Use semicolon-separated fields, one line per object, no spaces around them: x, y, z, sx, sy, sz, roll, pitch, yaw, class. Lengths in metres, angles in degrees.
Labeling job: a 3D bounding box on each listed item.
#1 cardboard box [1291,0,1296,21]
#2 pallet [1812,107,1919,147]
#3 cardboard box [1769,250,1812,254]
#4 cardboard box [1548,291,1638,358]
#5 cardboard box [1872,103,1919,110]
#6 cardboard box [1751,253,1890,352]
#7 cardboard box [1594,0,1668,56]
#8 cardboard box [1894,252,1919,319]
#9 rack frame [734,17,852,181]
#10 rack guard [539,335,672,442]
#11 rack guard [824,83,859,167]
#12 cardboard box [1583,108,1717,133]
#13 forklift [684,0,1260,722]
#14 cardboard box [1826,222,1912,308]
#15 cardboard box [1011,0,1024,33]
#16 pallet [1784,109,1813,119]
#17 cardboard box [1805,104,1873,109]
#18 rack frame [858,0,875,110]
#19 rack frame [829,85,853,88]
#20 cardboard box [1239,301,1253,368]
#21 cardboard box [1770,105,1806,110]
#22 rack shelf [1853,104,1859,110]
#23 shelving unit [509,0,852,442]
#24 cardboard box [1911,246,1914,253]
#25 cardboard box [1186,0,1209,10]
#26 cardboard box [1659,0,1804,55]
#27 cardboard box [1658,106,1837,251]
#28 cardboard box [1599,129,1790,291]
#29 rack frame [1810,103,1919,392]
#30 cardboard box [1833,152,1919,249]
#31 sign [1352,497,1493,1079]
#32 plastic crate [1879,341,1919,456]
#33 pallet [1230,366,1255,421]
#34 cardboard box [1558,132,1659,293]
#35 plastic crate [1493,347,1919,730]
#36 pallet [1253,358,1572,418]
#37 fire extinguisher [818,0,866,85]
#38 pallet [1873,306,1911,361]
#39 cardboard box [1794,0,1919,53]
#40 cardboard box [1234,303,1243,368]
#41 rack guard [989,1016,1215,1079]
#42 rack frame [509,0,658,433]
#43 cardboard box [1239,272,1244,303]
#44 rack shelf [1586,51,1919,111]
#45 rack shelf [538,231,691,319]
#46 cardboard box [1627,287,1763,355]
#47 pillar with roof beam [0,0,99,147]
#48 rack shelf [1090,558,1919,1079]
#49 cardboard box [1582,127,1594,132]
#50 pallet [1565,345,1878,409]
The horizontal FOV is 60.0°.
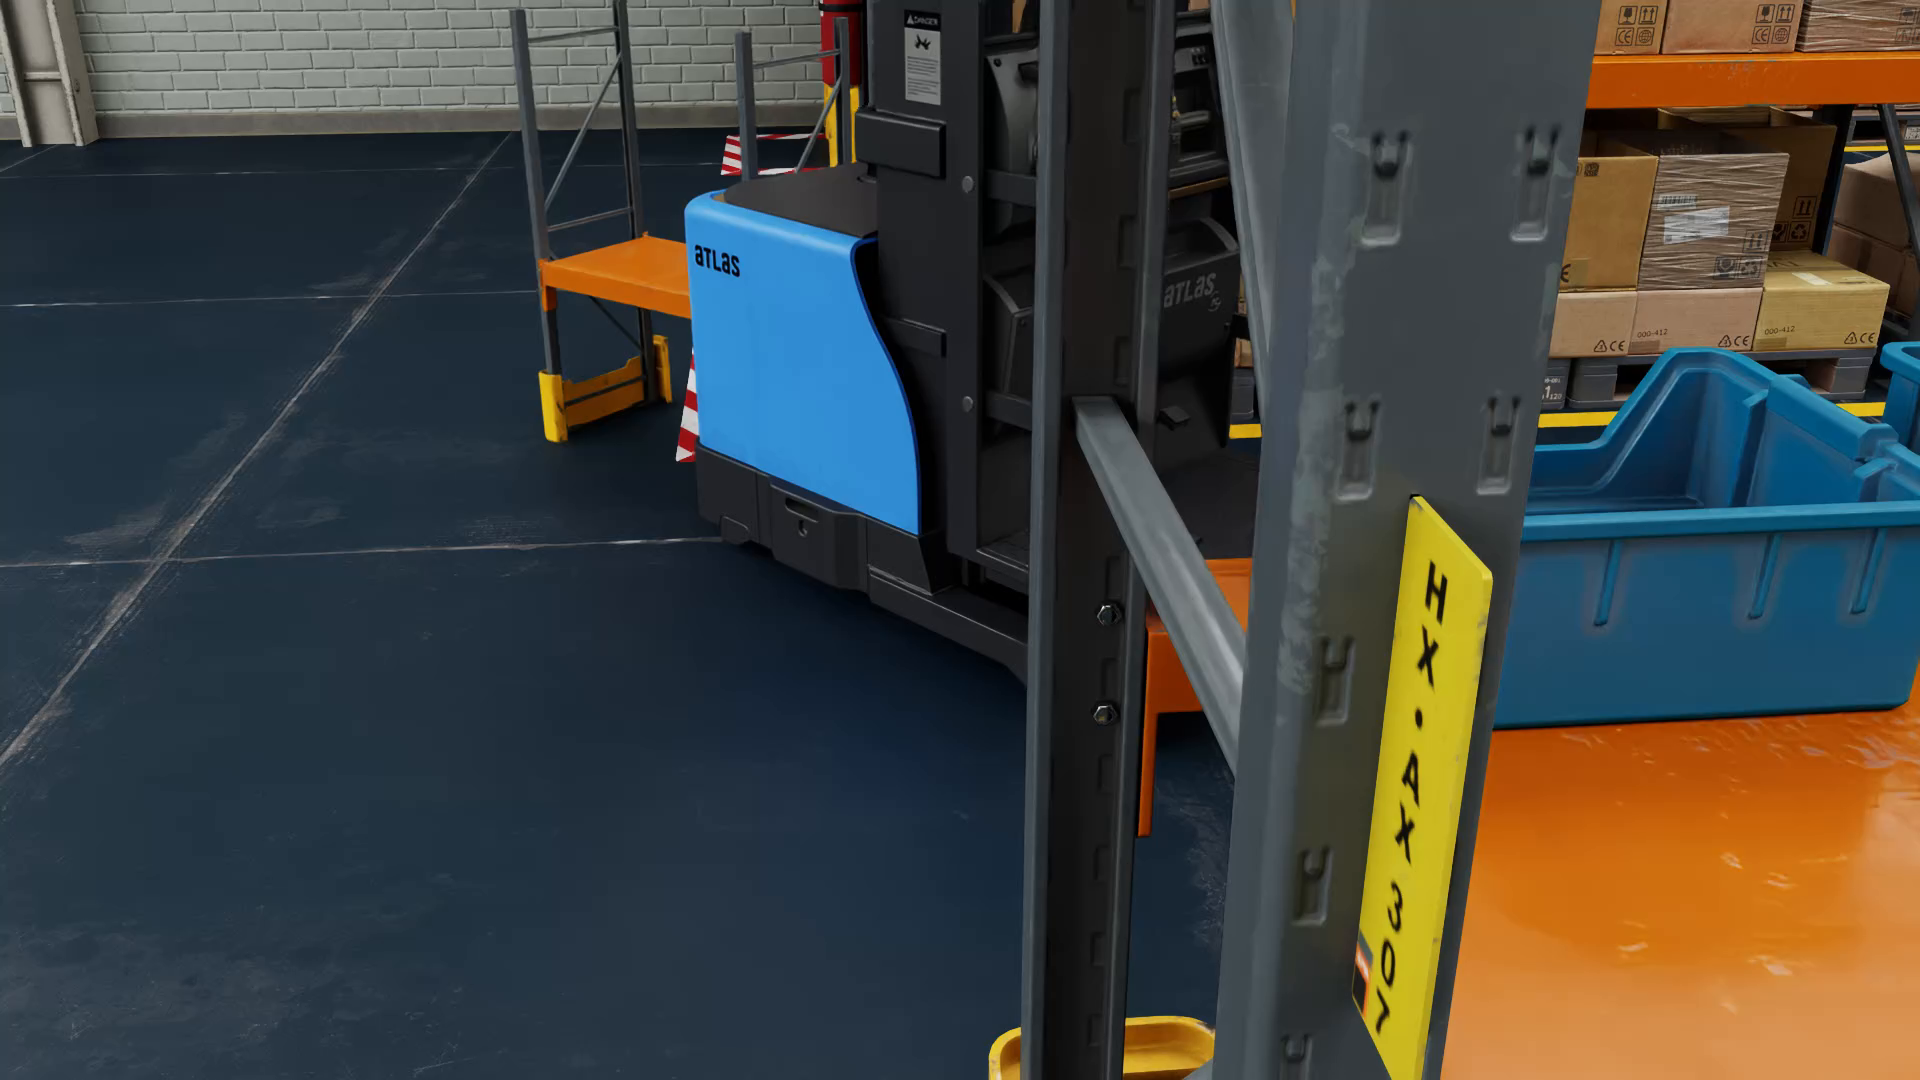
1.193;-2.053;6.052;0.500;0.500;0.700;-2;24;-5;cardboard box
6.403;-2.970;11.672;1.213;0.211;1.003;-2;24;-5;pallet
3.199;-1.152;7.018;0.500;0.250;0.500;-2;24;-5;cardboard box
2.256;-0.900;6.449;0.500;0.250;0.500;-2;24;-5;cardboard box
6.469;-3.284;11.481;0.500;0.500;0.700;-2;24;-4;cardboard box
3.251;-0.942;6.544;0.500;0.250;0.500;-2;24;-5;cardboard box
2.226;-2.096;6.150;0.500;0.500;0.700;-2;24;-4;cardboard box
4.116;-0.964;6.595;0.500;0.250;0.500;-3;24;-6;cardboard box
-0.515;-0.908;5.447;0.032;1.500;0.500;17;29;33;rack frame
-1.321;-0.576;6.238;0.087;0.250;0.587;17;29;33;rack guard
-0.705;-2.816;10.971;0.348;0.500;1.175;-2;24;-5;rack guard
2.701;-1.476;6.823;0.500;0.500;0.500;-2;24;-5;cardboard box
0.567;-1.082;4.075;1.130;2.935;3.031;-22;32;-40;forklift
4.075;-1.182;7.085;0.500;0.250;0.500;-3;24;-6;cardboard box
0.176;-2.012;5.962;0.500;0.500;0.700;-2;24;-5;cardboard box
5.191;-2.923;11.565;1.213;0.211;1.003;-2;24;-5;pallet
5.945;-3.310;11.540;0.500;0.500;0.700;-2;24;-5;cardboard box
-0.290;-1.953;5.952;0.127;3.000;1.000;-2;24;-5;rack frame
-0.781;-3.955;10.456;0.127;3.000;1.000;-2;24;-5;rack frame
1.260;-0.861;6.363;0.500;0.250;0.500;-2;24;-5;cardboard box
5.453;-3.279;11.470;0.500;0.500;0.700;-2;24;-5;cardboard box
5.681;-1.864;6.637;4.000;0.370;1.077;-2;24;-5;rack shelf
-0.919;-1.028;5.716;1.083;1.500;0.587;17;29;33;shelving unit
4.126;-1.221;6.481;0.500;0.311;0.500;-2;24;-5;cardboard box
0.698;-2.035;6.013;0.500;0.500;0.700;-2;24;-4;cardboard box
2.725;-2.115;6.192;0.500;0.500;0.700;-3;24;-6;cardboard box
3.198;-1.499;6.875;0.500;0.500;0.500;-2;24;-5;cardboard box
2.752;-1.269;6.357;0.500;0.500;0.500;-2;24;-5;cardboard box
3.691;-2.113;6.311;0.127;3.000;1.000;-2;24;-5;rack frame
4.065;-1.437;6.967;0.500;0.311;0.500;-2;24;-5;cardboard box
0.243;0.145;0.890;0.005;0.325;0.100;-2;24;-5;sign
1.309;-0.048;1.847;0.408;0.251;0.499;-2;24;-5;plastic crate
0.467;-0.727;6.625;1.213;0.211;1.003;-2;24;-5;pallet
2.255;-1.248;6.309;0.500;0.500;0.500;-2;24;-5;cardboard box
0.662;-0.024;1.794;0.616;0.251;0.499;-2;24;-5;plastic crate
1.678;-0.774;6.731;1.213;0.211;1.003;-2;24;-5;pallet
-0.453;-2.101;6.379;0.183;0.674;0.296;-2;24;-5;fire extinguisher
4.420;-0.884;6.979;1.213;0.211;1.003;-2;24;-5;pallet
3.250;-2.138;6.245;0.500;0.500;0.700;-3;24;-7;cardboard box
0.763;-0.842;6.319;0.500;0.250;0.500;-2;24;-5;cardboard box
0.264;1.169;2.004;0.348;0.500;1.175;-2;24;-5;rack guard
-1.337;-1.152;5.994;0.032;1.500;0.500;17;29;33;rack frame
0.763;-1.184;6.165;0.500;0.500;0.500;-2;24;-5;cardboard box
1.700;-1.704;6.277;4.000;0.370;1.077;-2;24;-5;rack shelf
-0.926;-0.866;5.794;1.000;0.185;0.538;17;29;33;rack shelf
2.752;-0.926;6.508;0.500;0.250;0.500;-2;24;-5;cardboard box
-5.717;-5.095;5.633;0.400;9.000;9.100;-2;24;-5;pillar with roof beam
2.183;0.298;1.773;4.000;0.370;1.077;-2;24;-5;rack shelf
2.203;-1.459;6.785;0.500;0.500;0.500;-2;24;-5;cardboard box
2.895;-0.824;6.844;1.213;0.211;1.003;-2;24;-5;pallet
